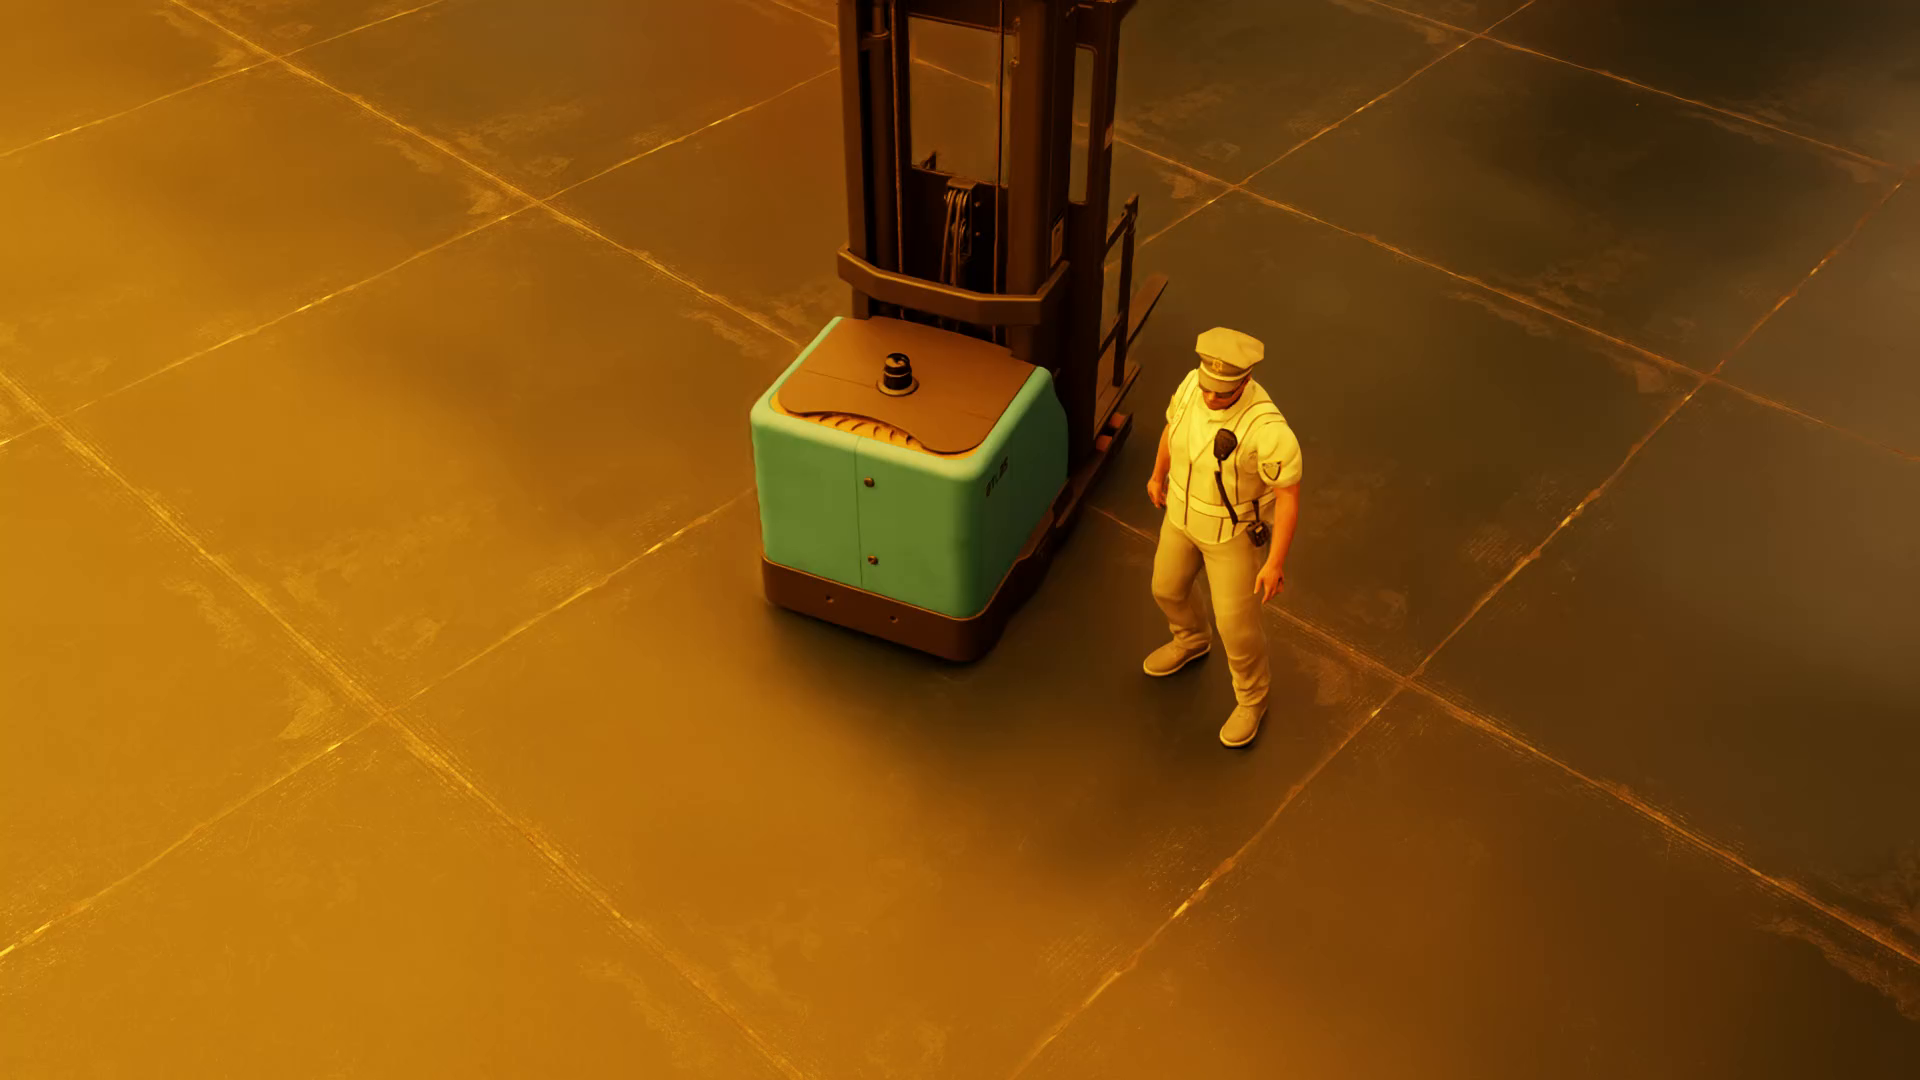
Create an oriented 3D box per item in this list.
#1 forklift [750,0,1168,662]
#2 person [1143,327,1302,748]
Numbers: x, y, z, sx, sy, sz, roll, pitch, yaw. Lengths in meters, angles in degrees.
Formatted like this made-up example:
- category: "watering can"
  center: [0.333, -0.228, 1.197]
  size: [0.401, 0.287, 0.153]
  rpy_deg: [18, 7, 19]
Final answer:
- category: "forklift"
  center: [0.201, -1.564, 7.251]
  size: [1.130, 2.935, 3.031]
  rpy_deg: [16, 43, 18]
- category: "person"
  center: [0.999, -0.075, 6.444]
  size: [0.421, 1.722, 0.793]
  rpy_deg: [-30, 49, -30]
